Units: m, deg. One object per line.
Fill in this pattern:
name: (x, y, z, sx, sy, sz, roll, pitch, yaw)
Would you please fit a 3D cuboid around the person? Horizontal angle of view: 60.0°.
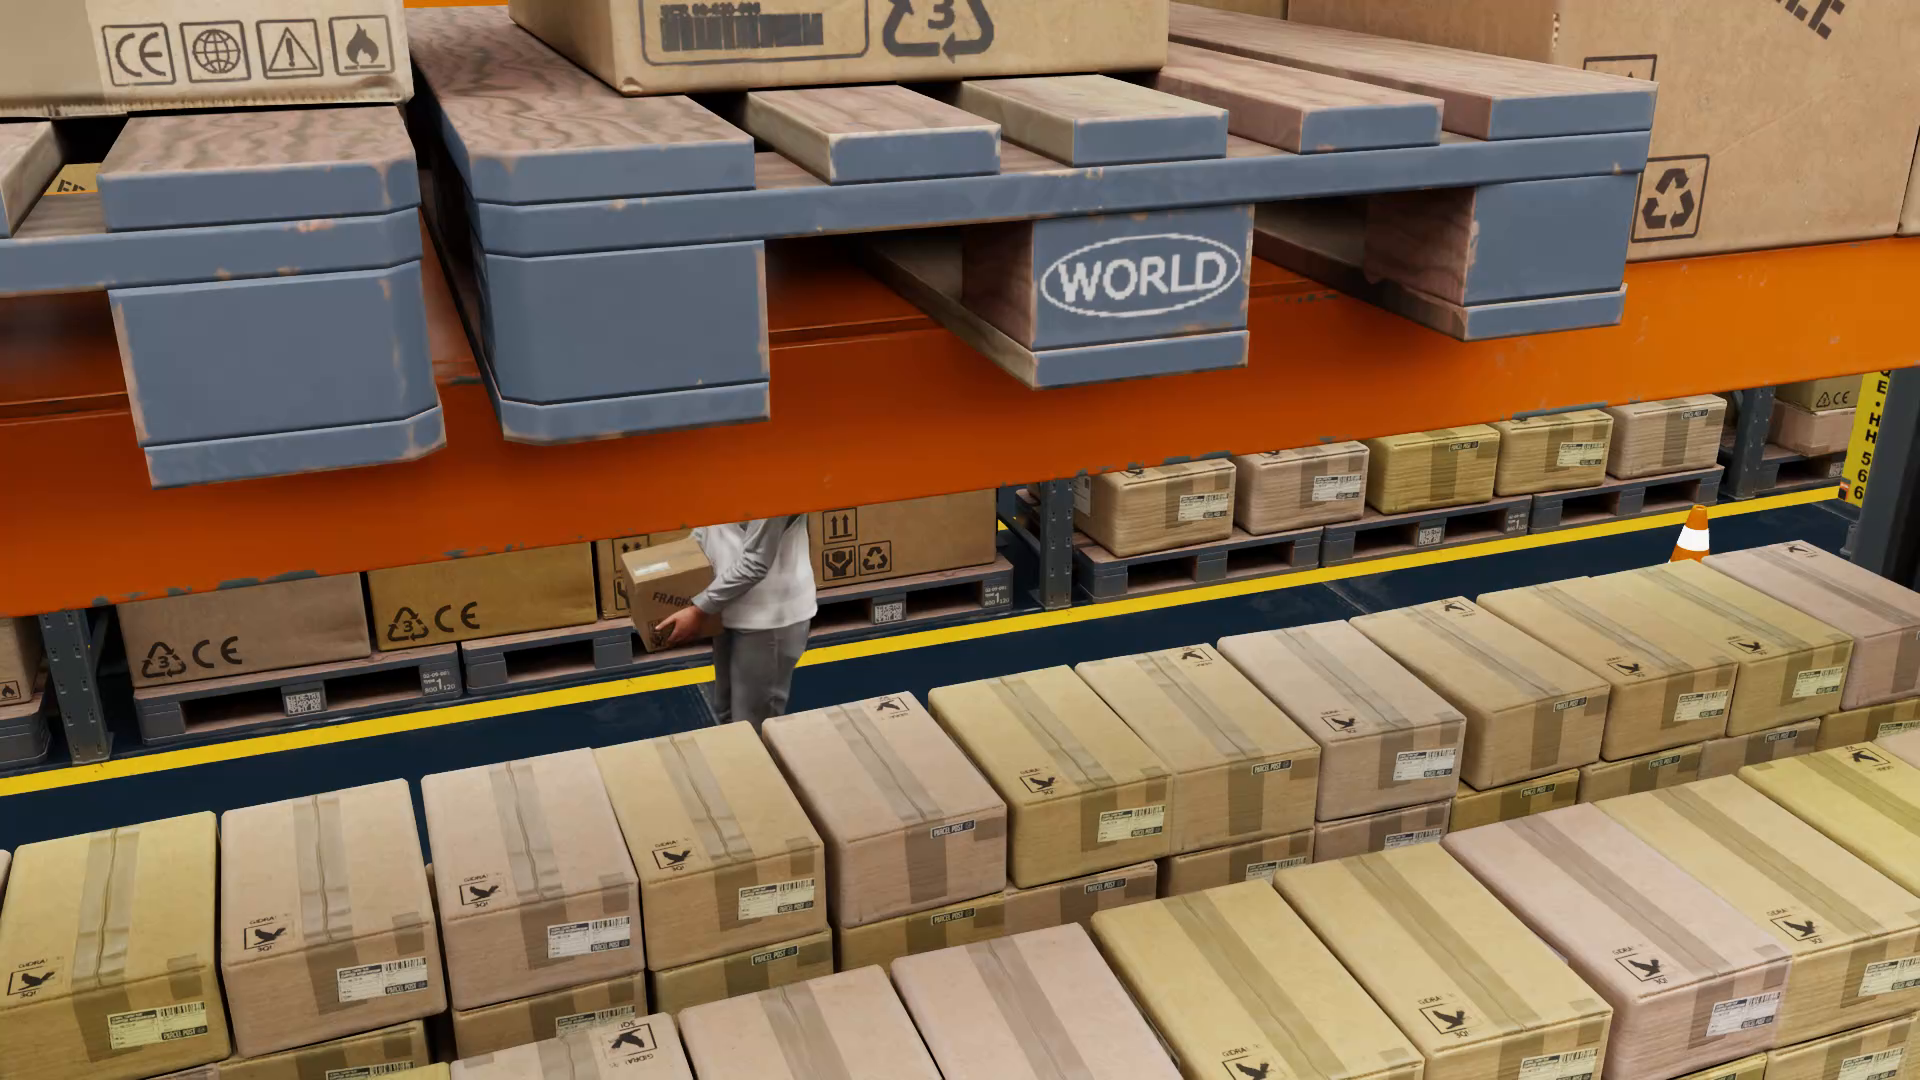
person: (-0.755, 0.241, 5.468, 0.542, 1.775, 0.514, -8, 24, -19)
